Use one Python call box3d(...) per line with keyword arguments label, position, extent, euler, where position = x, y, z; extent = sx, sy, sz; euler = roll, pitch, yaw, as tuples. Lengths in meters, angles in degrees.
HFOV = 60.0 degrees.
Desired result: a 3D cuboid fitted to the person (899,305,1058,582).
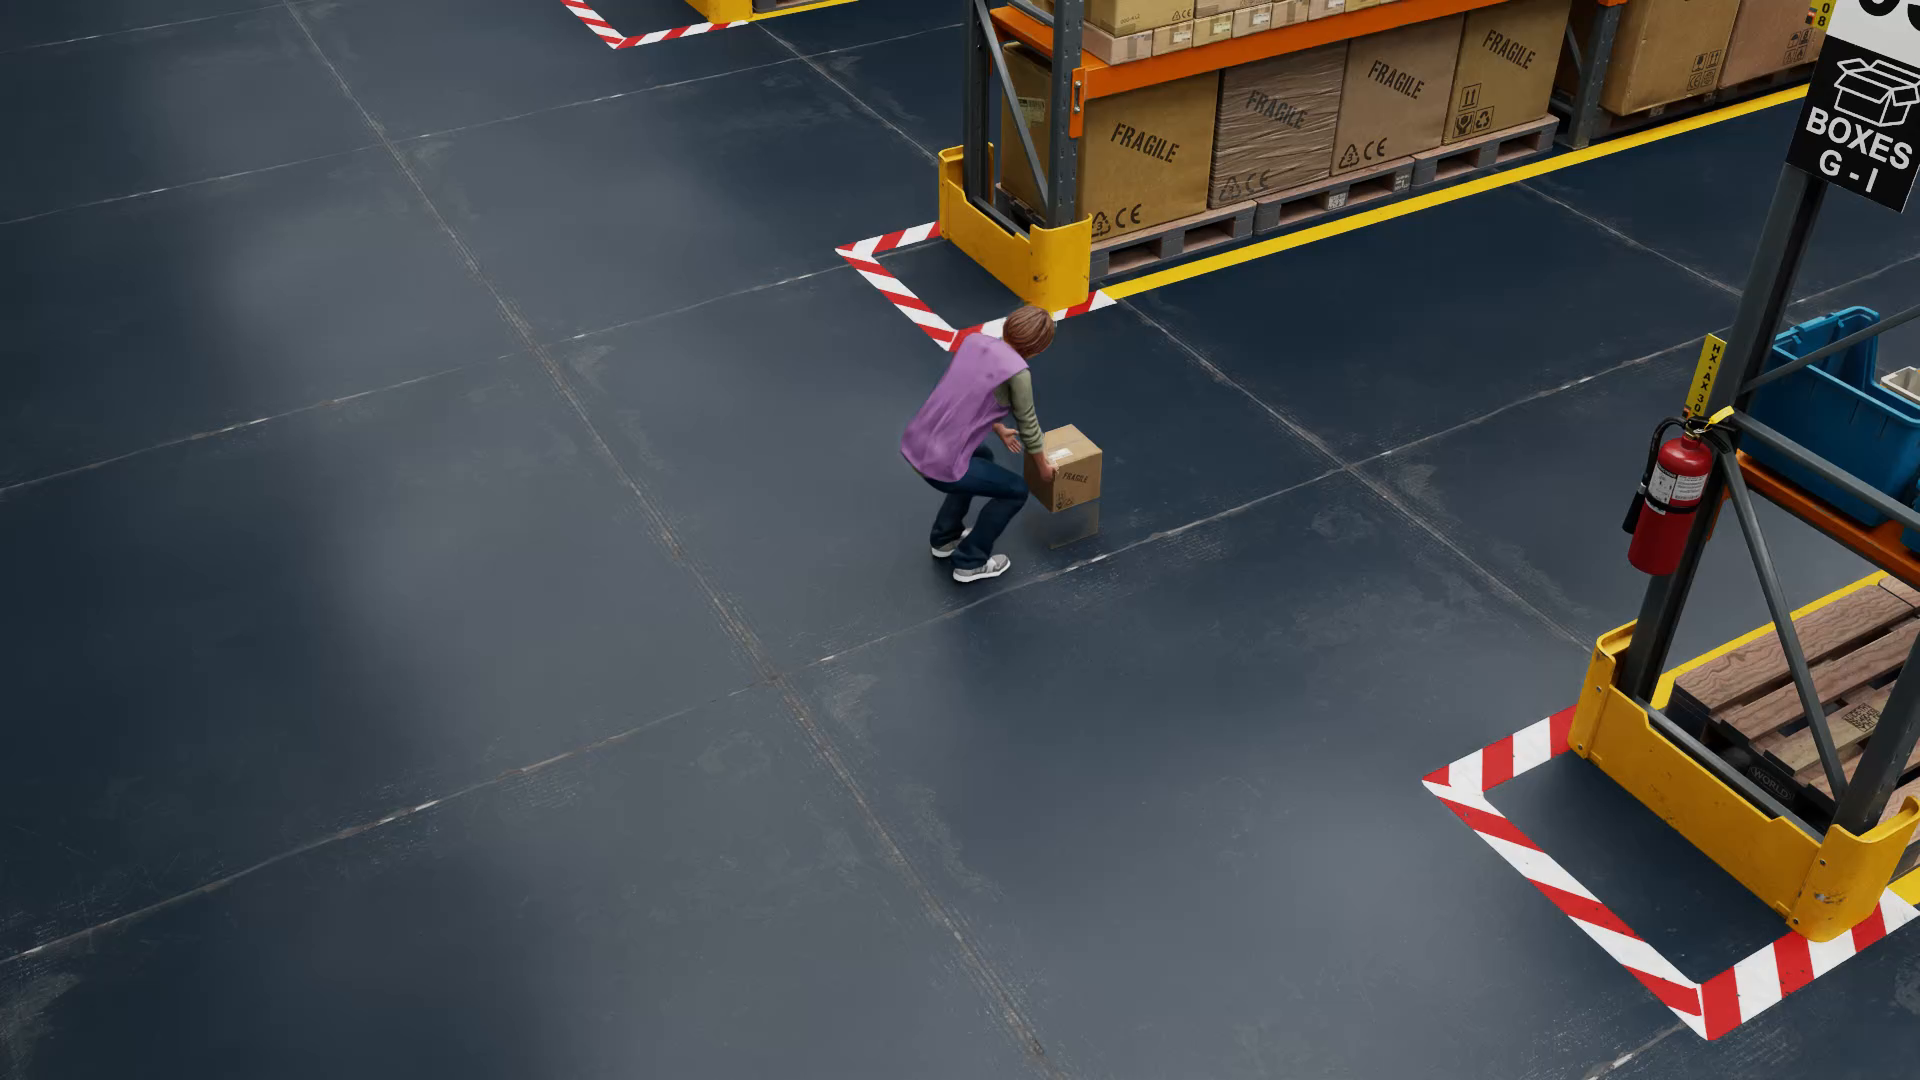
box3d(label="person", position=(0.074, -0.400, 7.057), extent=(0.721, 1.148, 0.464), euler=(-19, 41, -23))
